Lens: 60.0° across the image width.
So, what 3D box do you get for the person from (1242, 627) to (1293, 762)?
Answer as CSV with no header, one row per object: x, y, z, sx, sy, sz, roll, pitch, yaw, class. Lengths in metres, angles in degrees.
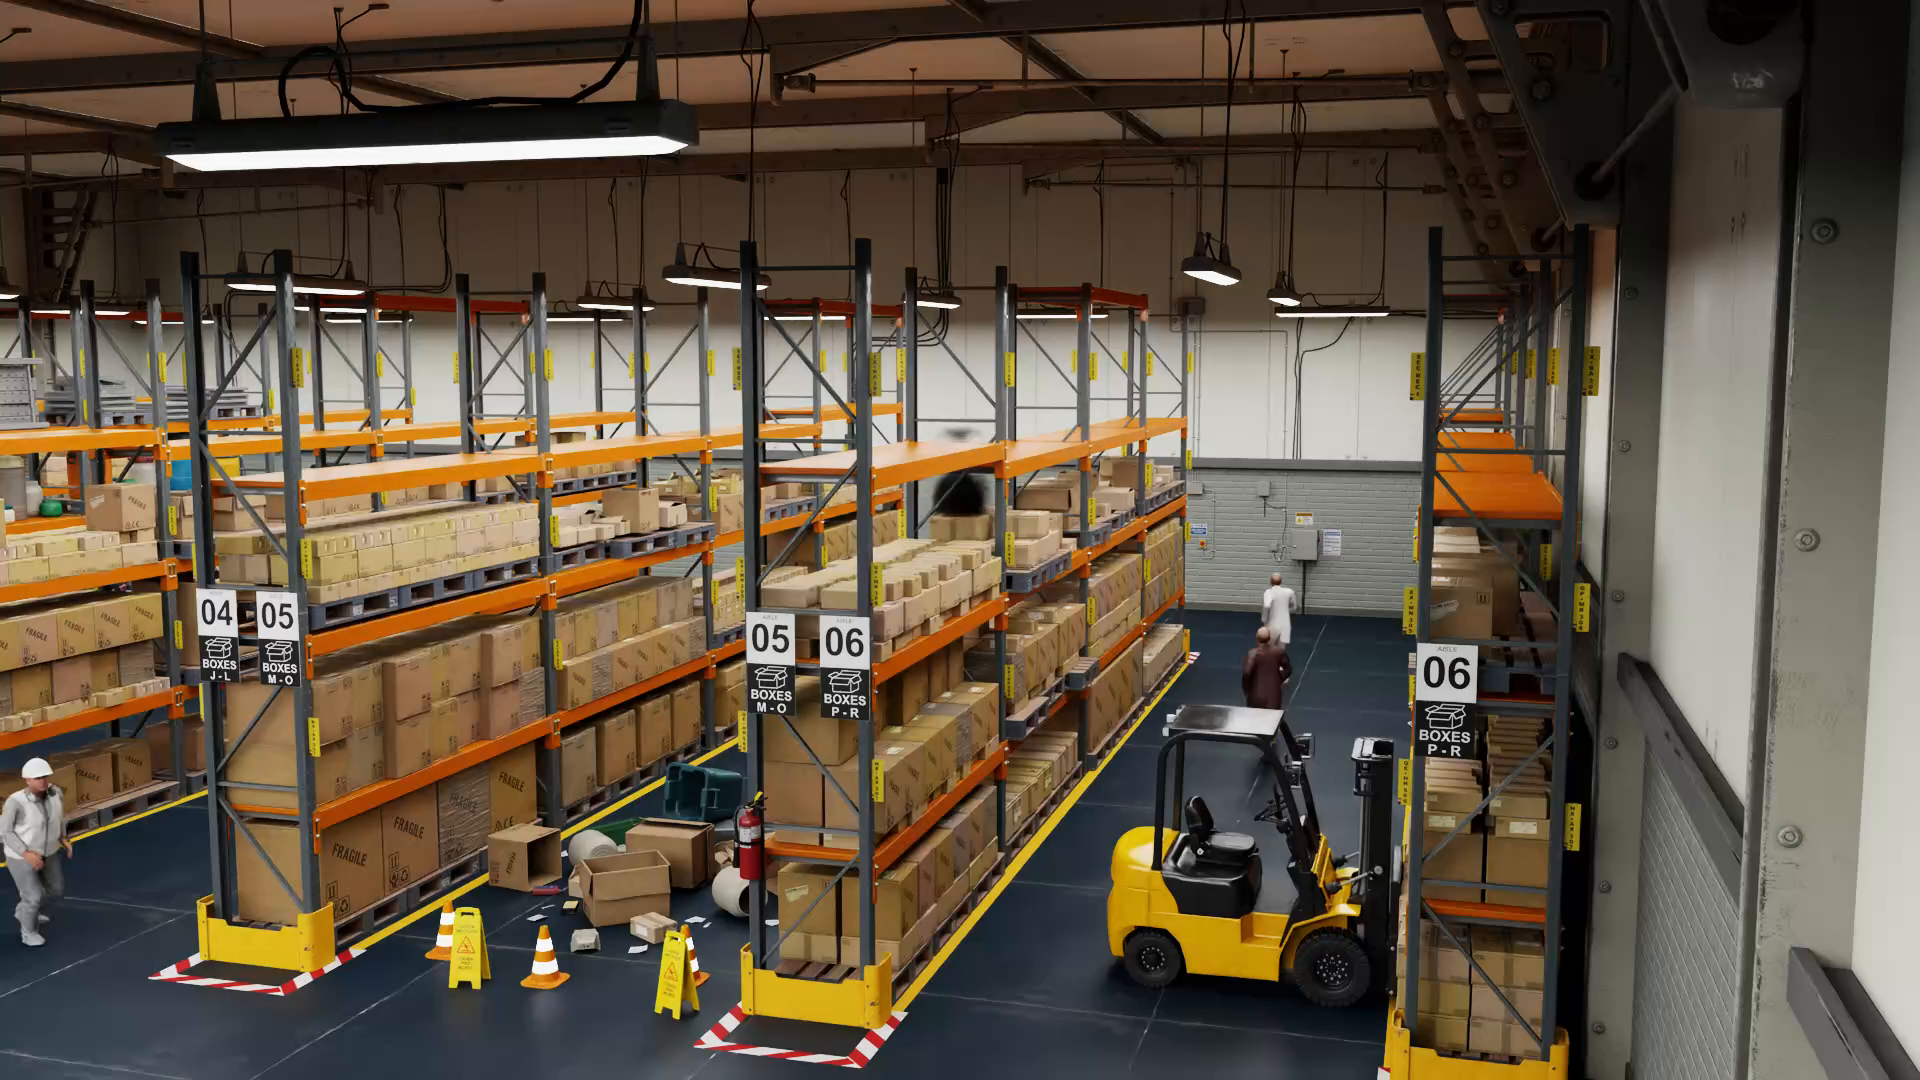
3.878,1.982,20.919,0.695,1.736,0.711,-1,6,-6,person

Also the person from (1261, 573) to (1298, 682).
4.986,1.408,25.803,0.663,1.767,0.909,-1,6,-10,person

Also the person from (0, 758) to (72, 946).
-8.112,2.705,14.500,0.778,1.700,0.629,3,7,25,person
